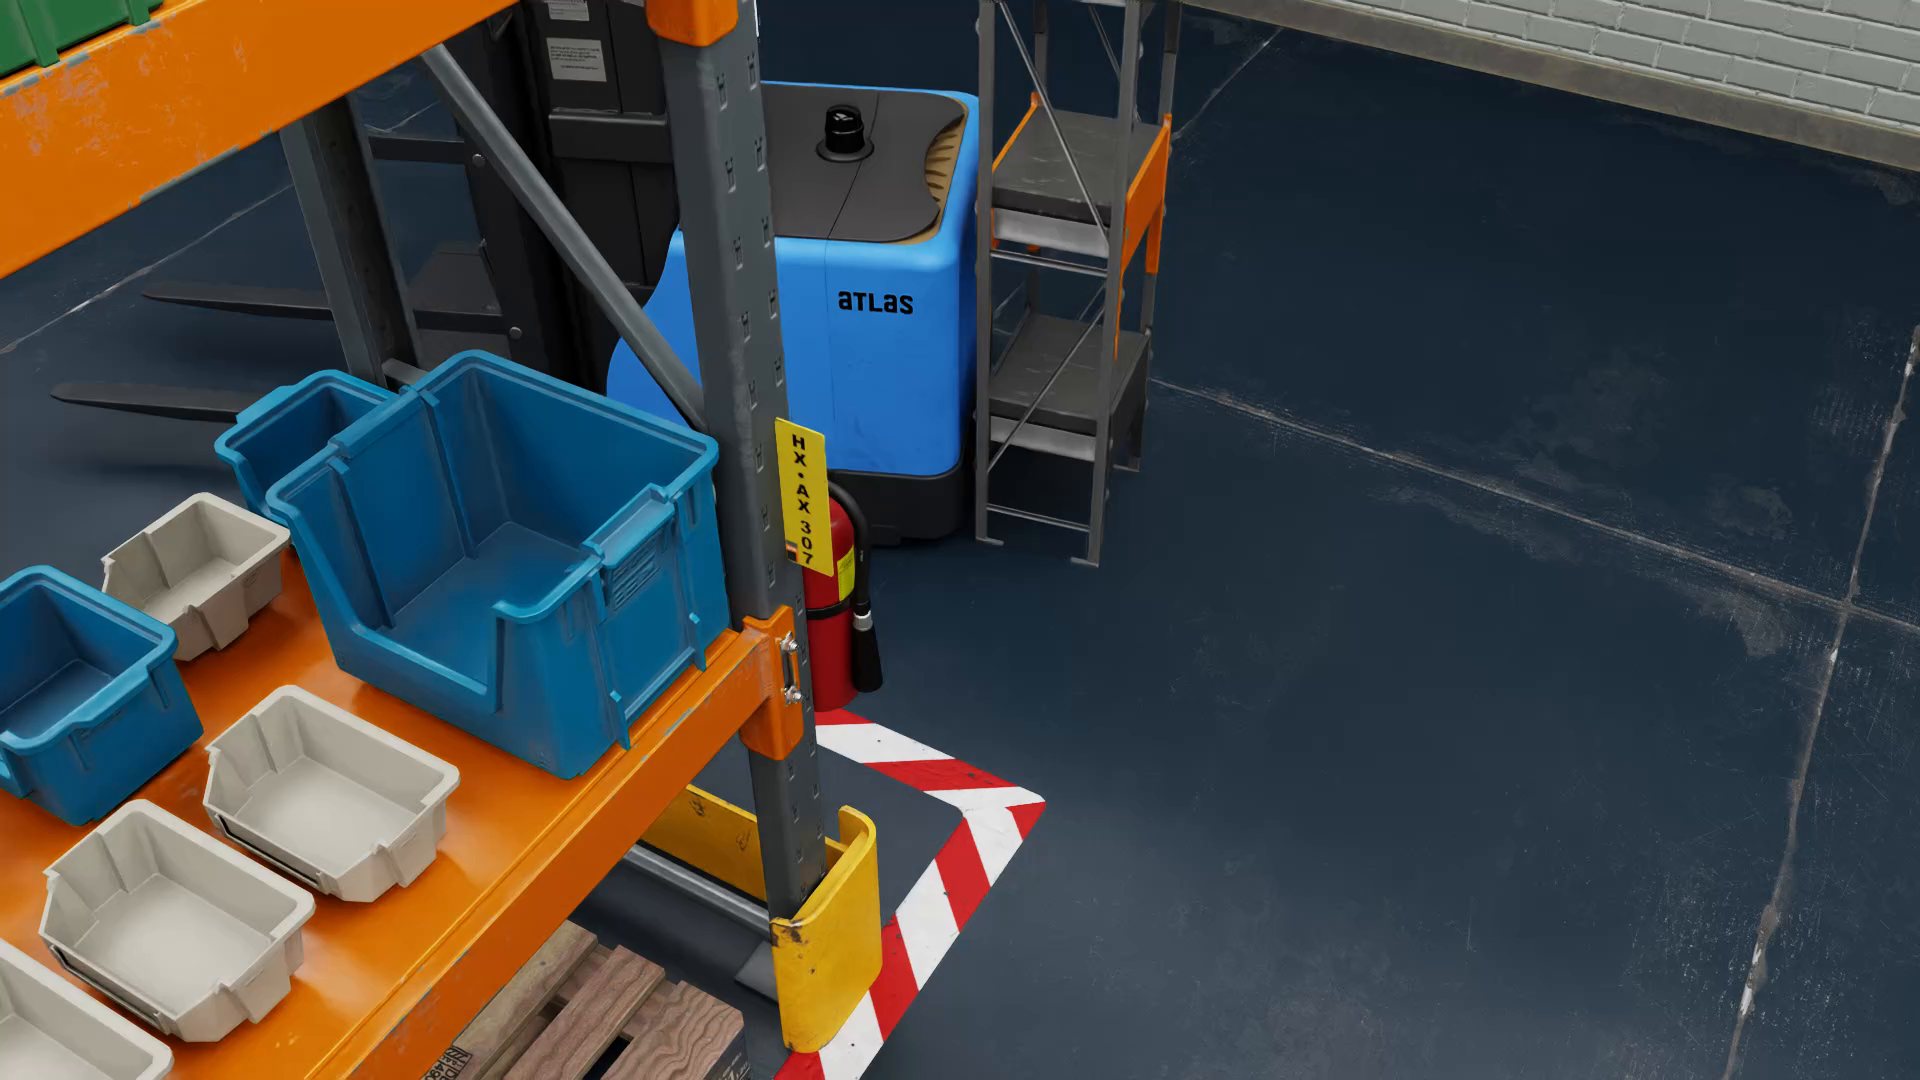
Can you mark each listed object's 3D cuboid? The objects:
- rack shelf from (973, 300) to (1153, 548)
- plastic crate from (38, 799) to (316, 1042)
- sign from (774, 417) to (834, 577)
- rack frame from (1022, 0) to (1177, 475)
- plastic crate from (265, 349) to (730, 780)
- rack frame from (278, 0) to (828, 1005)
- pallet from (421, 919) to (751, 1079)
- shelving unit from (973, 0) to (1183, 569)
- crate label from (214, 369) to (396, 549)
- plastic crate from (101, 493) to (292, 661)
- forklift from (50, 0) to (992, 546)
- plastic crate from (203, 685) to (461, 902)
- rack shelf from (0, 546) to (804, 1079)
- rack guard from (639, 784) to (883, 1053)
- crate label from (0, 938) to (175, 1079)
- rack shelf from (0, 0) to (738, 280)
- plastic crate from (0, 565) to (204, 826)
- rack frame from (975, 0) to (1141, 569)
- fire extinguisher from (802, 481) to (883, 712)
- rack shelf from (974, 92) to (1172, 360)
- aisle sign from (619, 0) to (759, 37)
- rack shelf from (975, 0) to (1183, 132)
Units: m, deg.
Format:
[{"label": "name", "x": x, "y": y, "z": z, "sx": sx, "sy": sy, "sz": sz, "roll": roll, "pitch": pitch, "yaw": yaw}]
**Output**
[{"label": "rack shelf", "x": 0.320, "y": -0.364, "z": 5.154, "sx": 0.431, "sy": 0.518, "sz": 0.480, "roll": 13, "pitch": 43, "yaw": 14}, {"label": "plastic crate", "x": -1.167, "y": 0.581, "z": 2.475, "sx": 0.396, "sy": 0.136, "sz": 0.243, "roll": 21, "pitch": 45, "yaw": 22}, {"label": "sign", "x": -0.274, "y": -0.072, "z": 2.938, "sx": 0.100, "sy": 0.325, "sz": 0.005, "roll": 21, "pitch": 45, "yaw": 22}, {"label": "rack frame", "x": 0.400, "y": -1.052, "z": 4.856, "sx": 0.400, "sy": 2.100, "sz": 0.015, "roll": 13, "pitch": 43, "yaw": 14}, {"label": "plastic crate", "x": -0.764, "y": 0.035, "z": 2.869, "sx": 0.616, "sy": 0.435, "sz": 0.499, "roll": 21, "pitch": 45, "yaw": 22}, {"label": "rack frame", "x": -0.758, "y": -0.183, "z": 3.188, "sx": 1.000, "sy": 3.000, "sz": 0.127, "roll": 21, "pitch": 45, "yaw": 22}, {"label": "pallet", "x": -1.204, "y": 1.323, "z": 3.588, "sx": 1.003, "sy": 0.211, "sz": 1.213, "roll": 21, "pitch": 45, "yaw": 22}, {"label": "shelving unit", "x": 0.320, "y": -0.899, "z": 4.683, "sx": 0.431, "sy": 2.100, "sz": 0.503, "roll": 13, "pitch": 43, "yaw": 14}, {"label": "crate label", "x": -1.167, "y": -0.110, "z": 3.187, "sx": 0.416, "sy": 0.233, "sz": 0.303, "roll": 21, "pitch": 45, "yaw": 22}, {"label": "plastic crate", "x": -1.399, "y": 0.082, "z": 3.041, "sx": 0.250, "sy": 0.136, "sz": 0.298, "roll": 21, "pitch": 45, "yaw": 22}, {"label": "forklift", "x": -1.445, "y": -1.506, "z": 4.742, "sx": 3.031, "sy": 2.935, "sz": 1.130, "roll": 5, "pitch": 42, "yaw": 5}, {"label": "plastic crate", "x": -1.009, "y": 0.420, "z": 2.658, "sx": 0.396, "sy": 0.136, "sz": 0.243, "roll": 21, "pitch": 45, "yaw": 22}, {"label": "rack shelf", "x": -1.759, "y": 1.231, "z": 2.126, "sx": 1.077, "sy": 0.370, "sz": 4.000, "roll": 21, "pitch": 45, "yaw": 22}, {"label": "rack guard", "x": -0.757, "y": 0.737, "z": 4.035, "sx": 1.175, "sy": 0.500, "sz": 0.348, "roll": 21, "pitch": 45, "yaw": 22}, {"label": "crate label", "x": -1.285, "y": 0.748, "z": 2.285, "sx": 0.396, "sy": 0.136, "sz": 0.243, "roll": 21, "pitch": 45, "yaw": 22}, {"label": "rack shelf", "x": -1.759, "y": 0.106, "z": 1.135, "sx": 1.077, "sy": 0.370, "sz": 4.000, "roll": 21, "pitch": 45, "yaw": 22}, {"label": "plastic crate", "x": -1.496, "y": 0.266, "z": 2.759, "sx": 0.416, "sy": 0.233, "sz": 0.300, "roll": 21, "pitch": 45, "yaw": 22}, {"label": "rack frame", "x": 0.240, "y": -0.747, "z": 4.510, "sx": 0.400, "sy": 2.100, "sz": 0.015, "roll": 13, "pitch": 43, "yaw": 14}, {"label": "fire extinguisher", "x": -0.289, "y": 0.050, "z": 3.264, "sx": 0.296, "sy": 0.674, "sz": 0.183, "roll": 21, "pitch": 45, "yaw": 22}, {"label": "rack shelf", "x": 0.320, "y": -0.889, "z": 4.692, "sx": 0.431, "sy": 0.518, "sz": 0.480, "roll": 13, "pitch": 43, "yaw": 14}, {"label": "aisle sign", "x": -0.469, "y": -1.103, "z": 2.266, "sx": 0.394, "sy": 0.787, "sz": 0.004, "roll": 21, "pitch": 45, "yaw": 22}, {"label": "rack shelf", "x": 0.320, "y": -1.415, "z": 4.229, "sx": 0.431, "sy": 0.518, "sz": 0.480, "roll": 13, "pitch": 43, "yaw": 14}]
